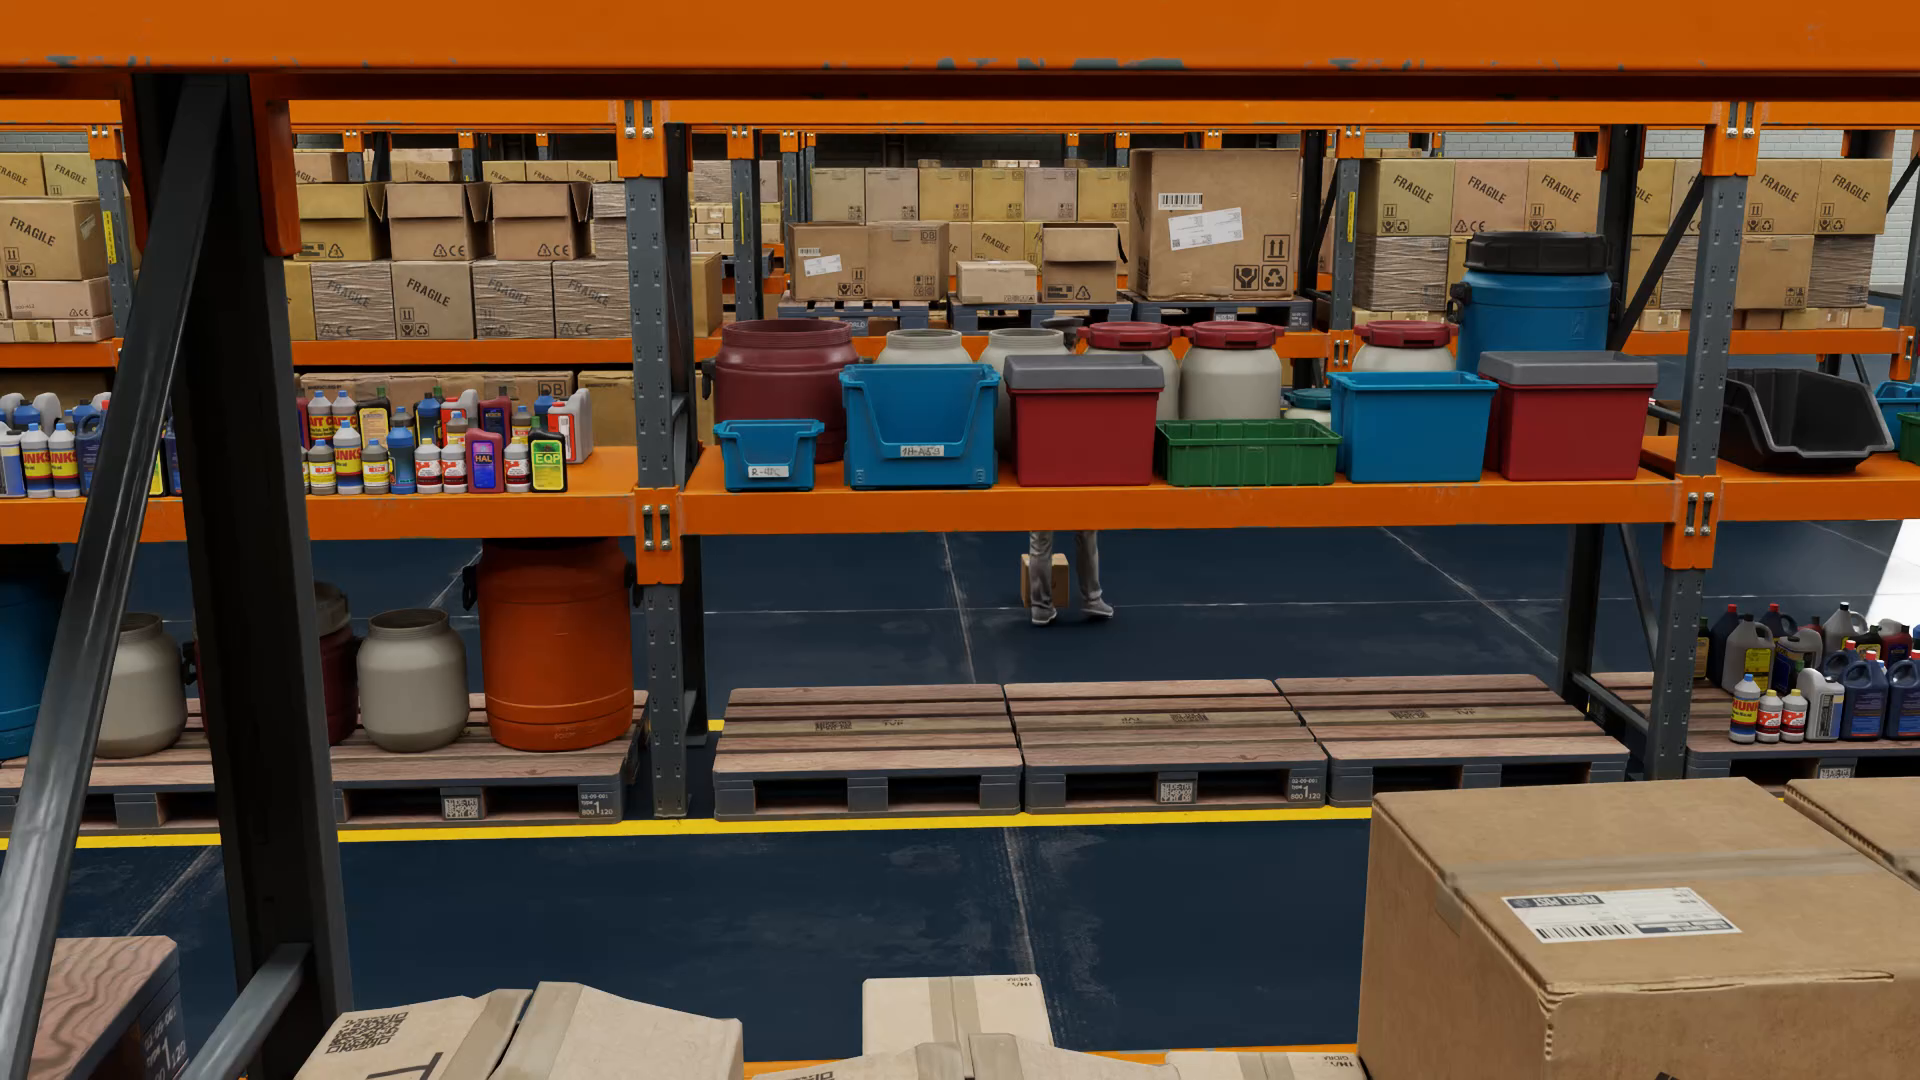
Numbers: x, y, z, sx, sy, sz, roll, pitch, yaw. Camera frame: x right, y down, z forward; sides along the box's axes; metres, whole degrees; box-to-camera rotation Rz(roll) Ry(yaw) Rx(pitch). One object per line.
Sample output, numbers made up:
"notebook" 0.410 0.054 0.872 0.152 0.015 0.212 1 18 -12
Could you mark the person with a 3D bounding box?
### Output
"person" 0.536 -0.363 8.942 0.506 1.672 0.513 1 14 4
